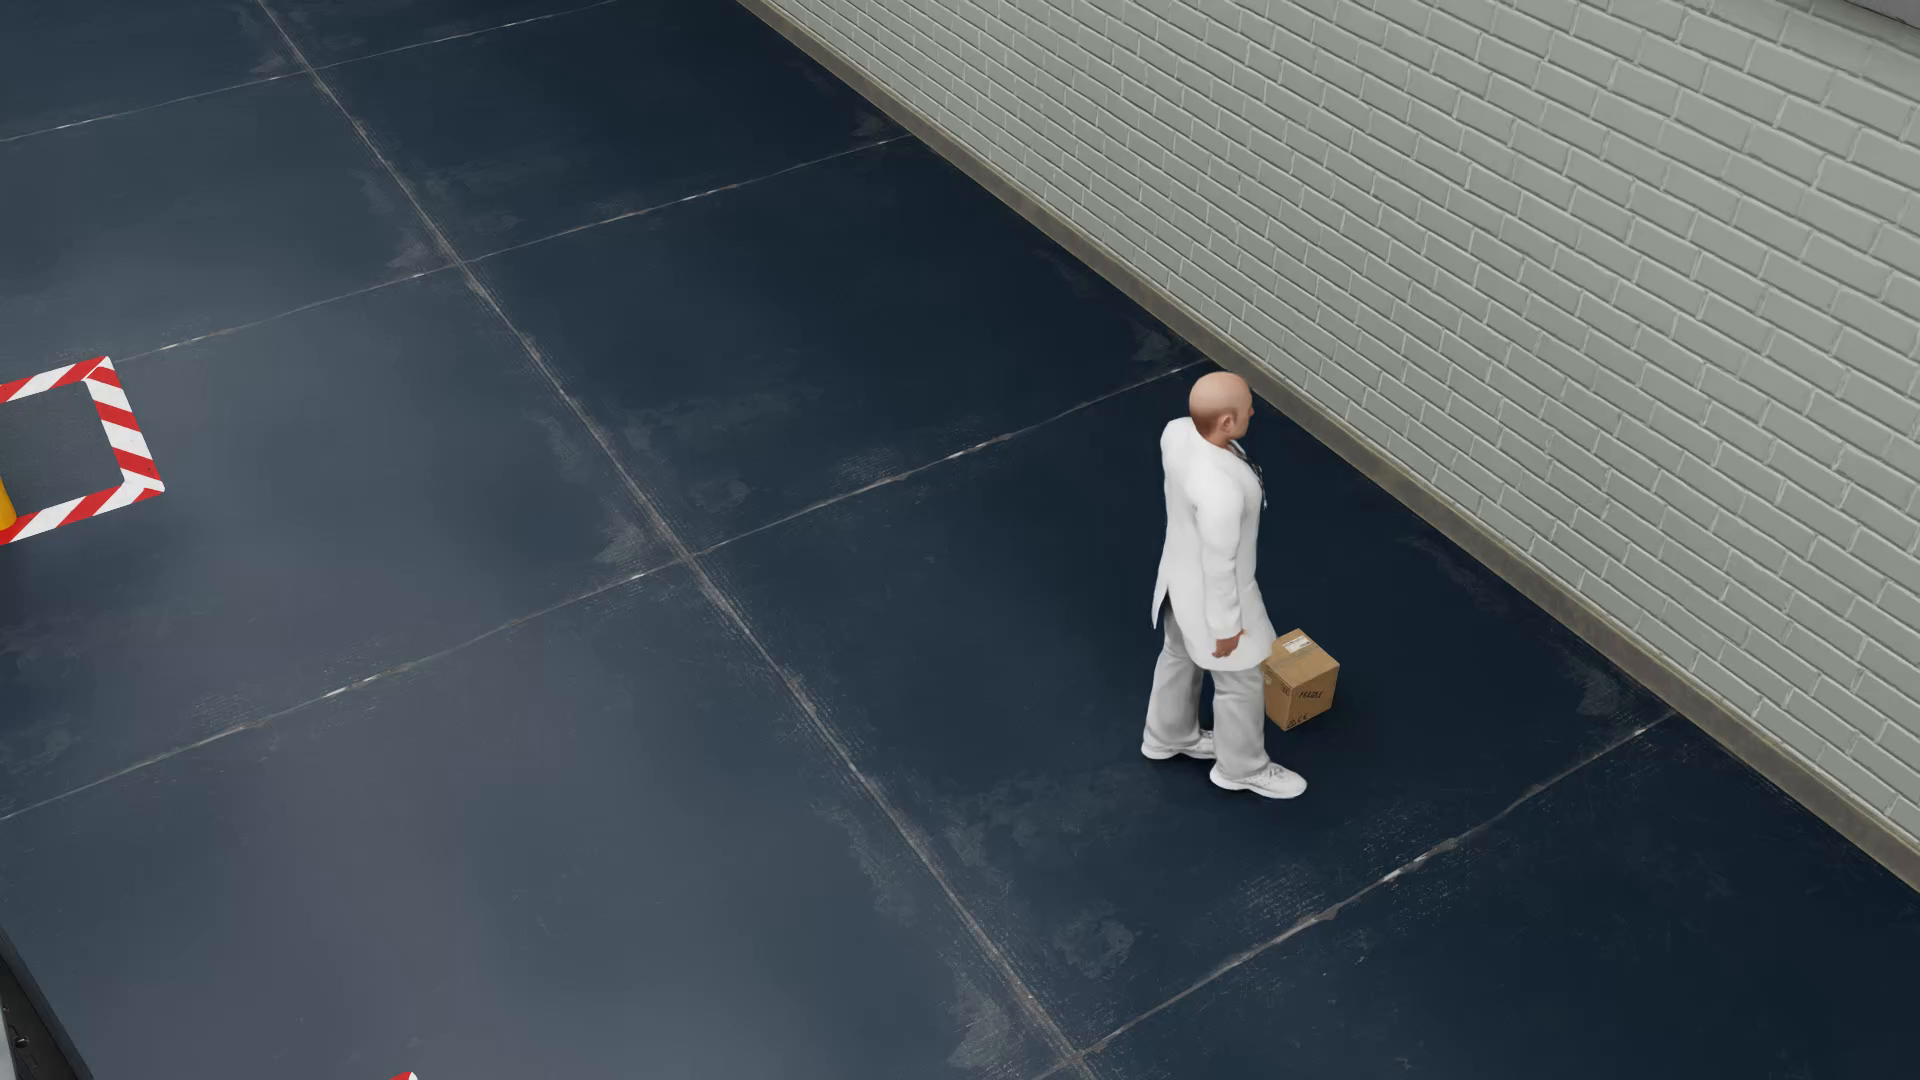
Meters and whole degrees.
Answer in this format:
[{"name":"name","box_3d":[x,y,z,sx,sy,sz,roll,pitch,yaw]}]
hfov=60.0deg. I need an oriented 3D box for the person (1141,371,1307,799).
[{"name":"person","box_3d":[0.996,0.152,5.982,0.574,1.791,0.602,-8,41,-10]}]
